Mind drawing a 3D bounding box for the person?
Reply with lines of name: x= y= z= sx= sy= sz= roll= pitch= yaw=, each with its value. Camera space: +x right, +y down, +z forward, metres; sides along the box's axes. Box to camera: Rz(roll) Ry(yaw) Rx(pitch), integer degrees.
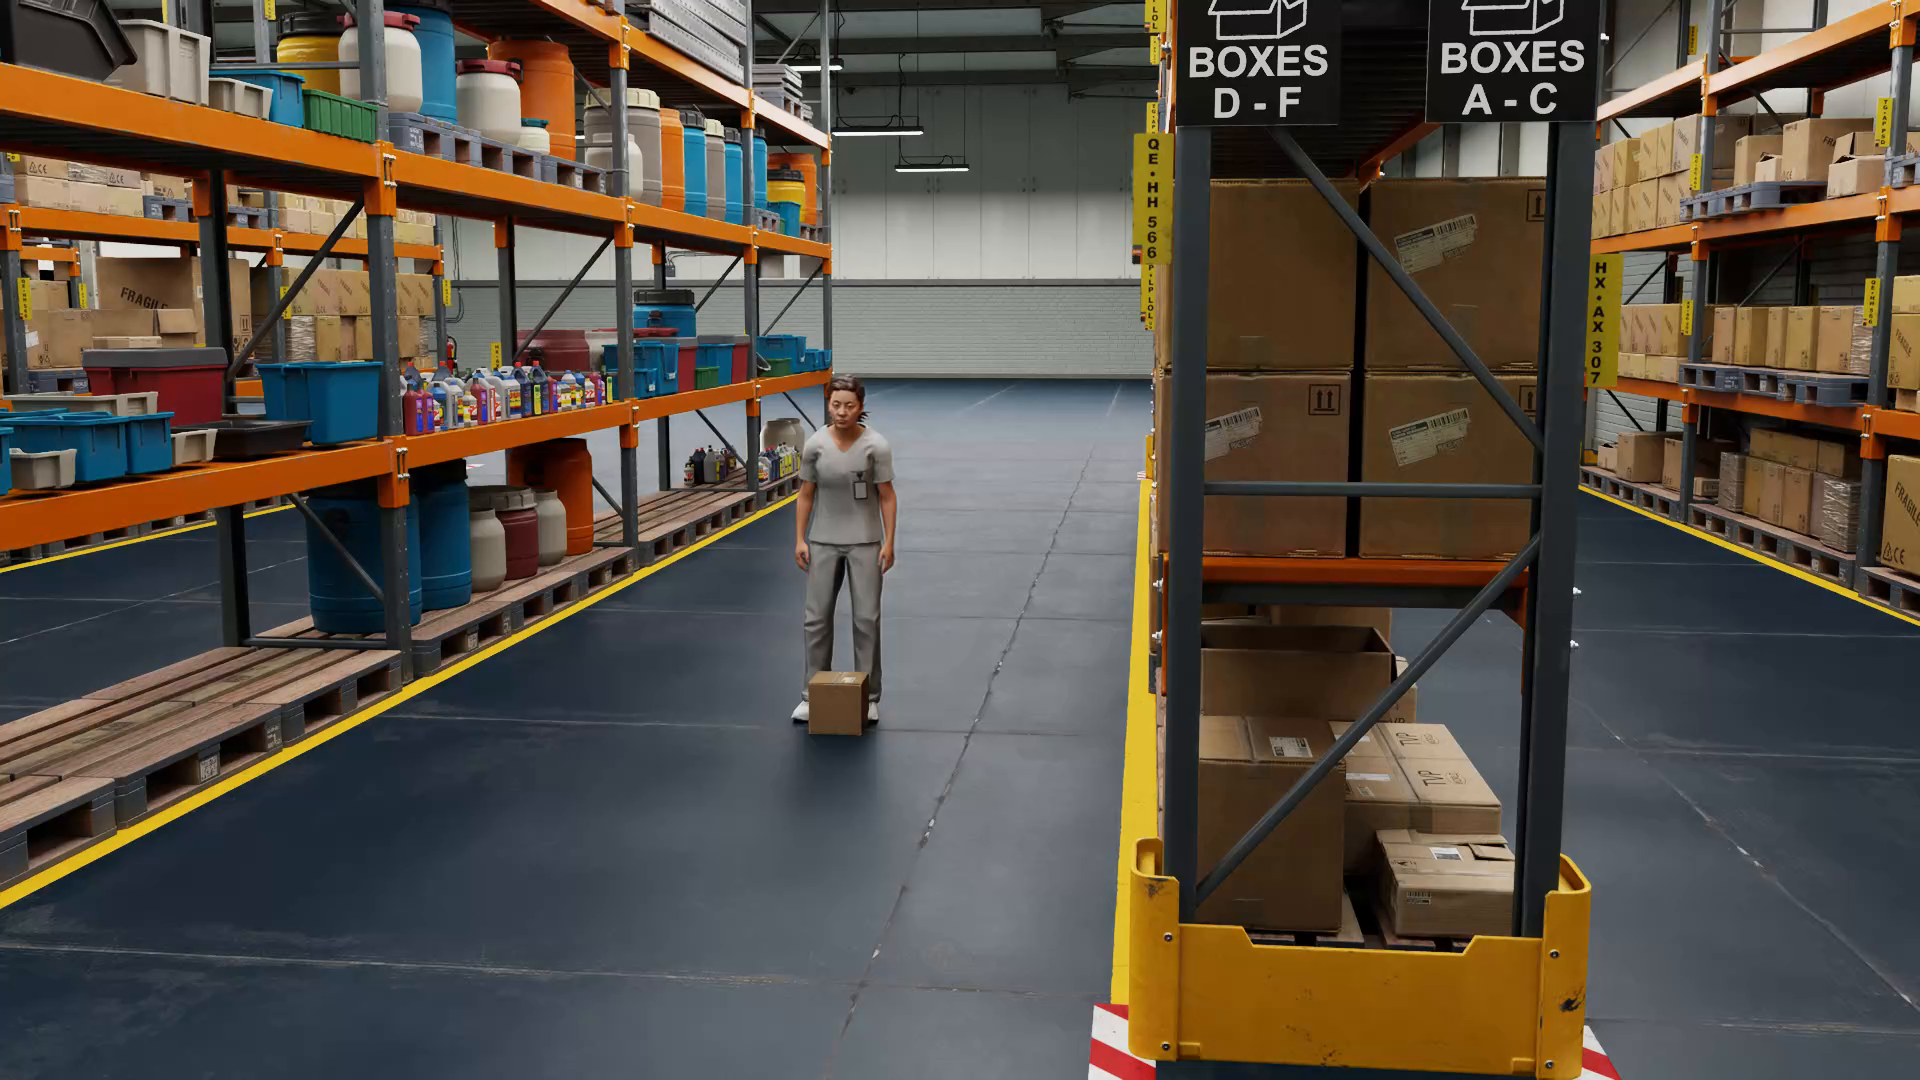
person: x=-0.555 y=0.065 z=8.042 sx=0.496 sy=1.613 sz=0.352 roll=1 pitch=8 yaw=5
